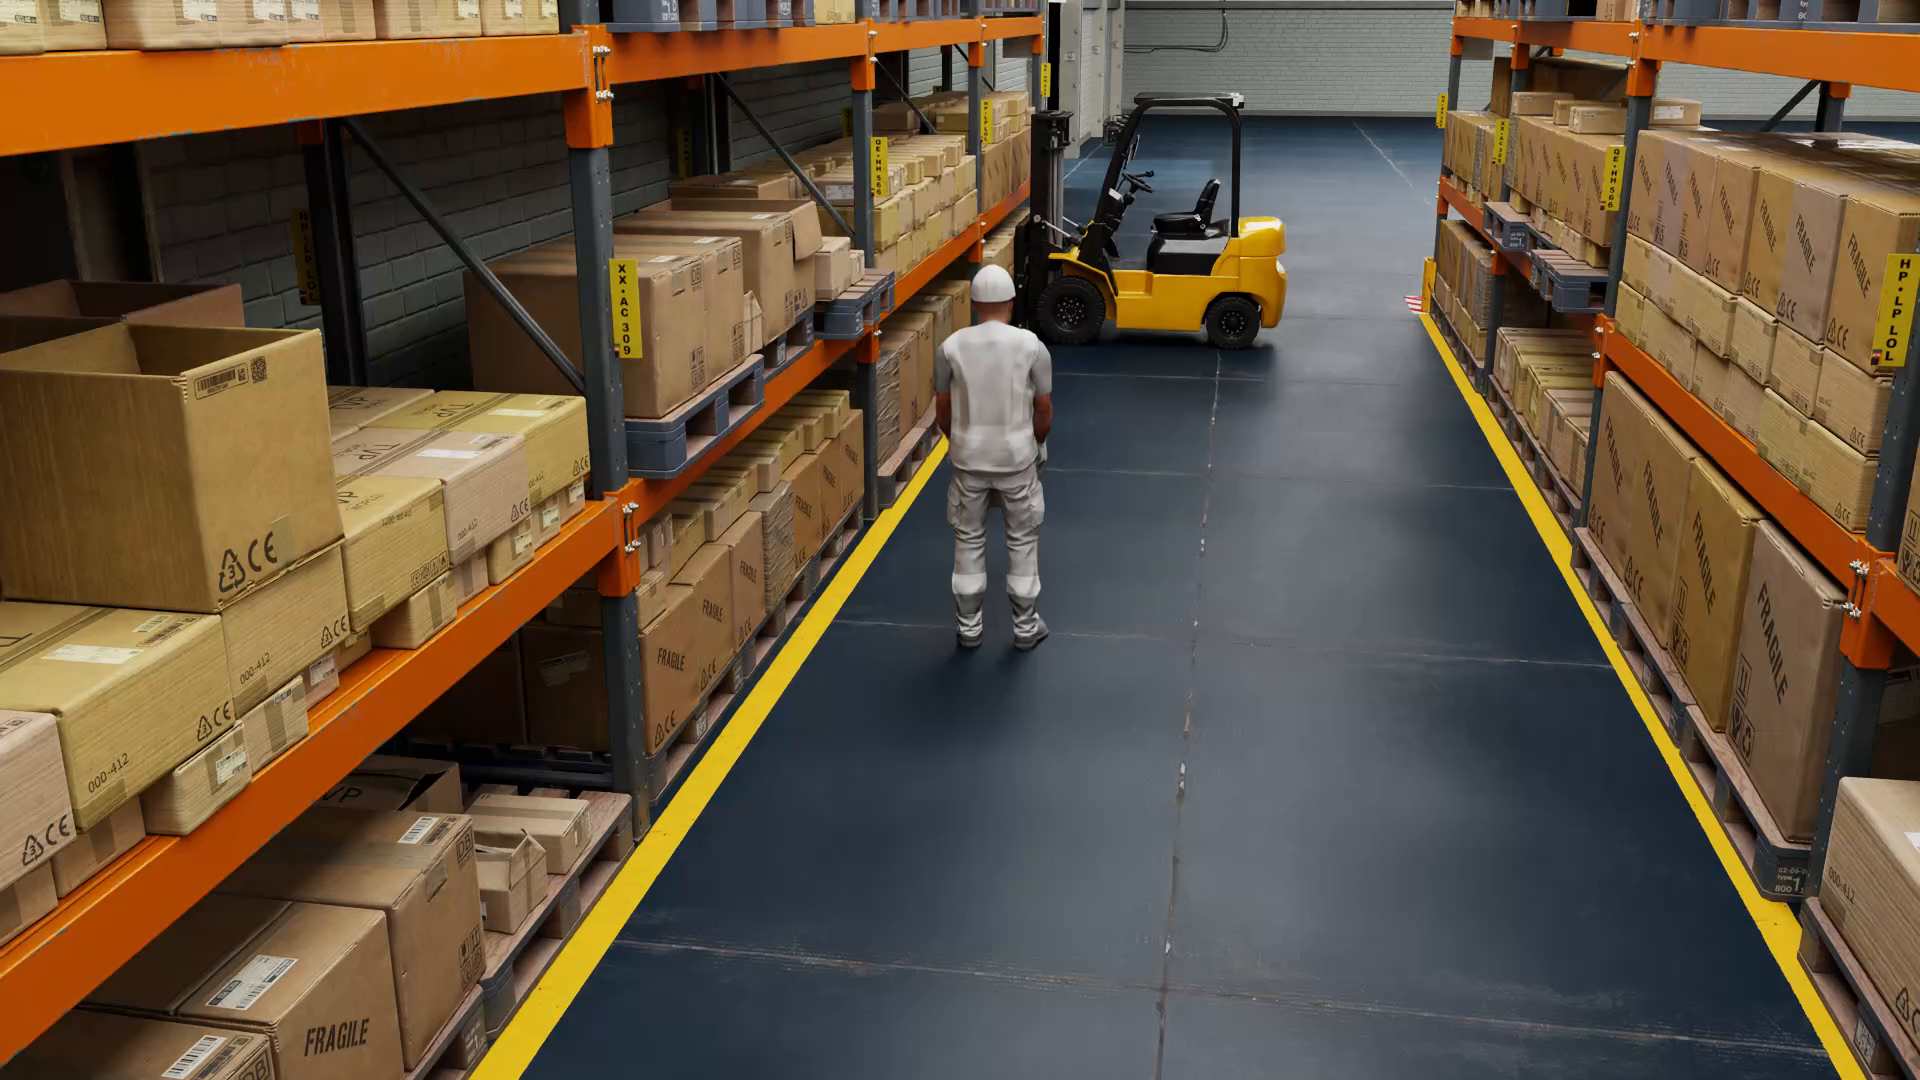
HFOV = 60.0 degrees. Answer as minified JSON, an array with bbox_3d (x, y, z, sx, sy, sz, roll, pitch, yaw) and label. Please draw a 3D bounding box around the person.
[{"bbox_3d":[0.153,-0.371,7.674,0.539,1.790,0.437,2,18,6],"label":"person"}]
